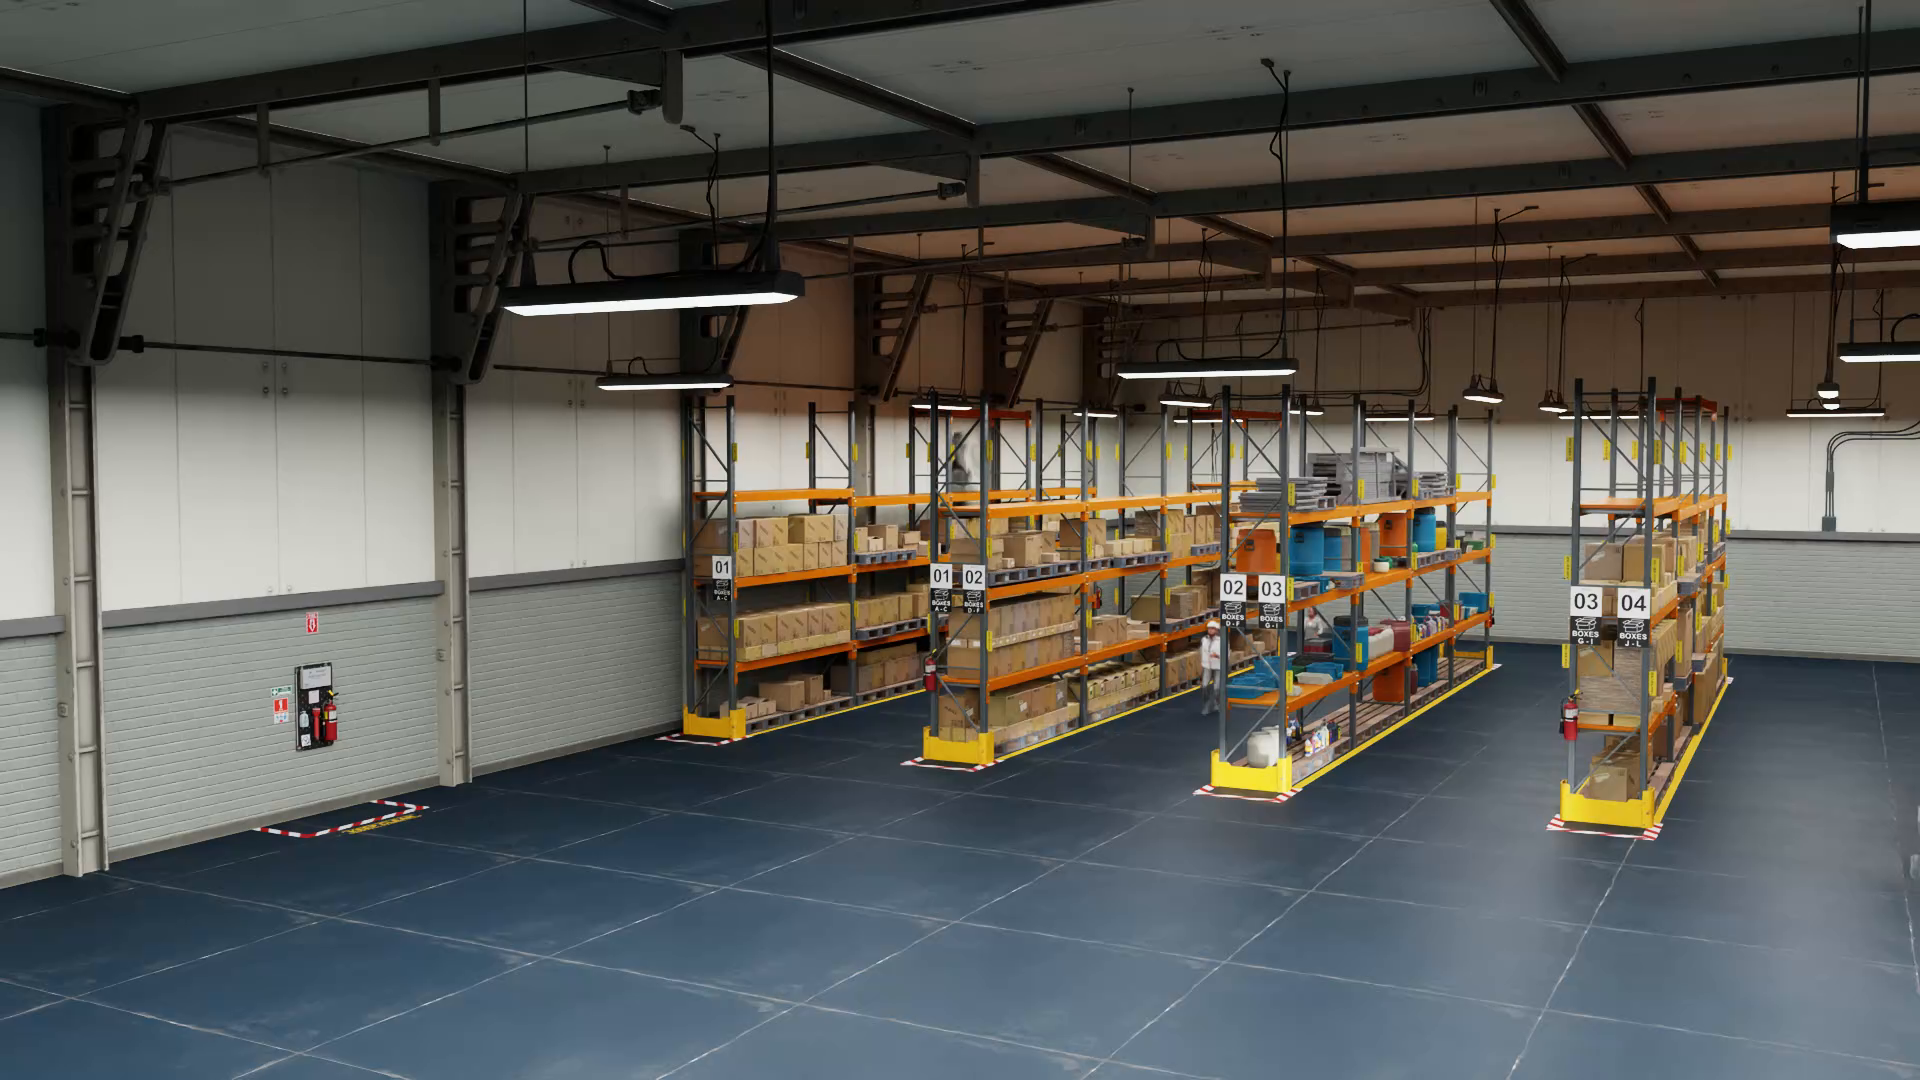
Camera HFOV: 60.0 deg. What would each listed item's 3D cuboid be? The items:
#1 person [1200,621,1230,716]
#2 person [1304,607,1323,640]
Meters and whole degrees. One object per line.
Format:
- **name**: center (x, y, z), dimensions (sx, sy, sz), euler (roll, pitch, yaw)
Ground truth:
- **person**: center (4.844, 2.454, 31.740), dimensions (0.638, 1.820, 0.747), euler (1, 3, 23)
- **person**: center (7.838, 2.273, 37.149), dimensions (0.533, 1.554, 0.543), euler (1, 3, 23)
